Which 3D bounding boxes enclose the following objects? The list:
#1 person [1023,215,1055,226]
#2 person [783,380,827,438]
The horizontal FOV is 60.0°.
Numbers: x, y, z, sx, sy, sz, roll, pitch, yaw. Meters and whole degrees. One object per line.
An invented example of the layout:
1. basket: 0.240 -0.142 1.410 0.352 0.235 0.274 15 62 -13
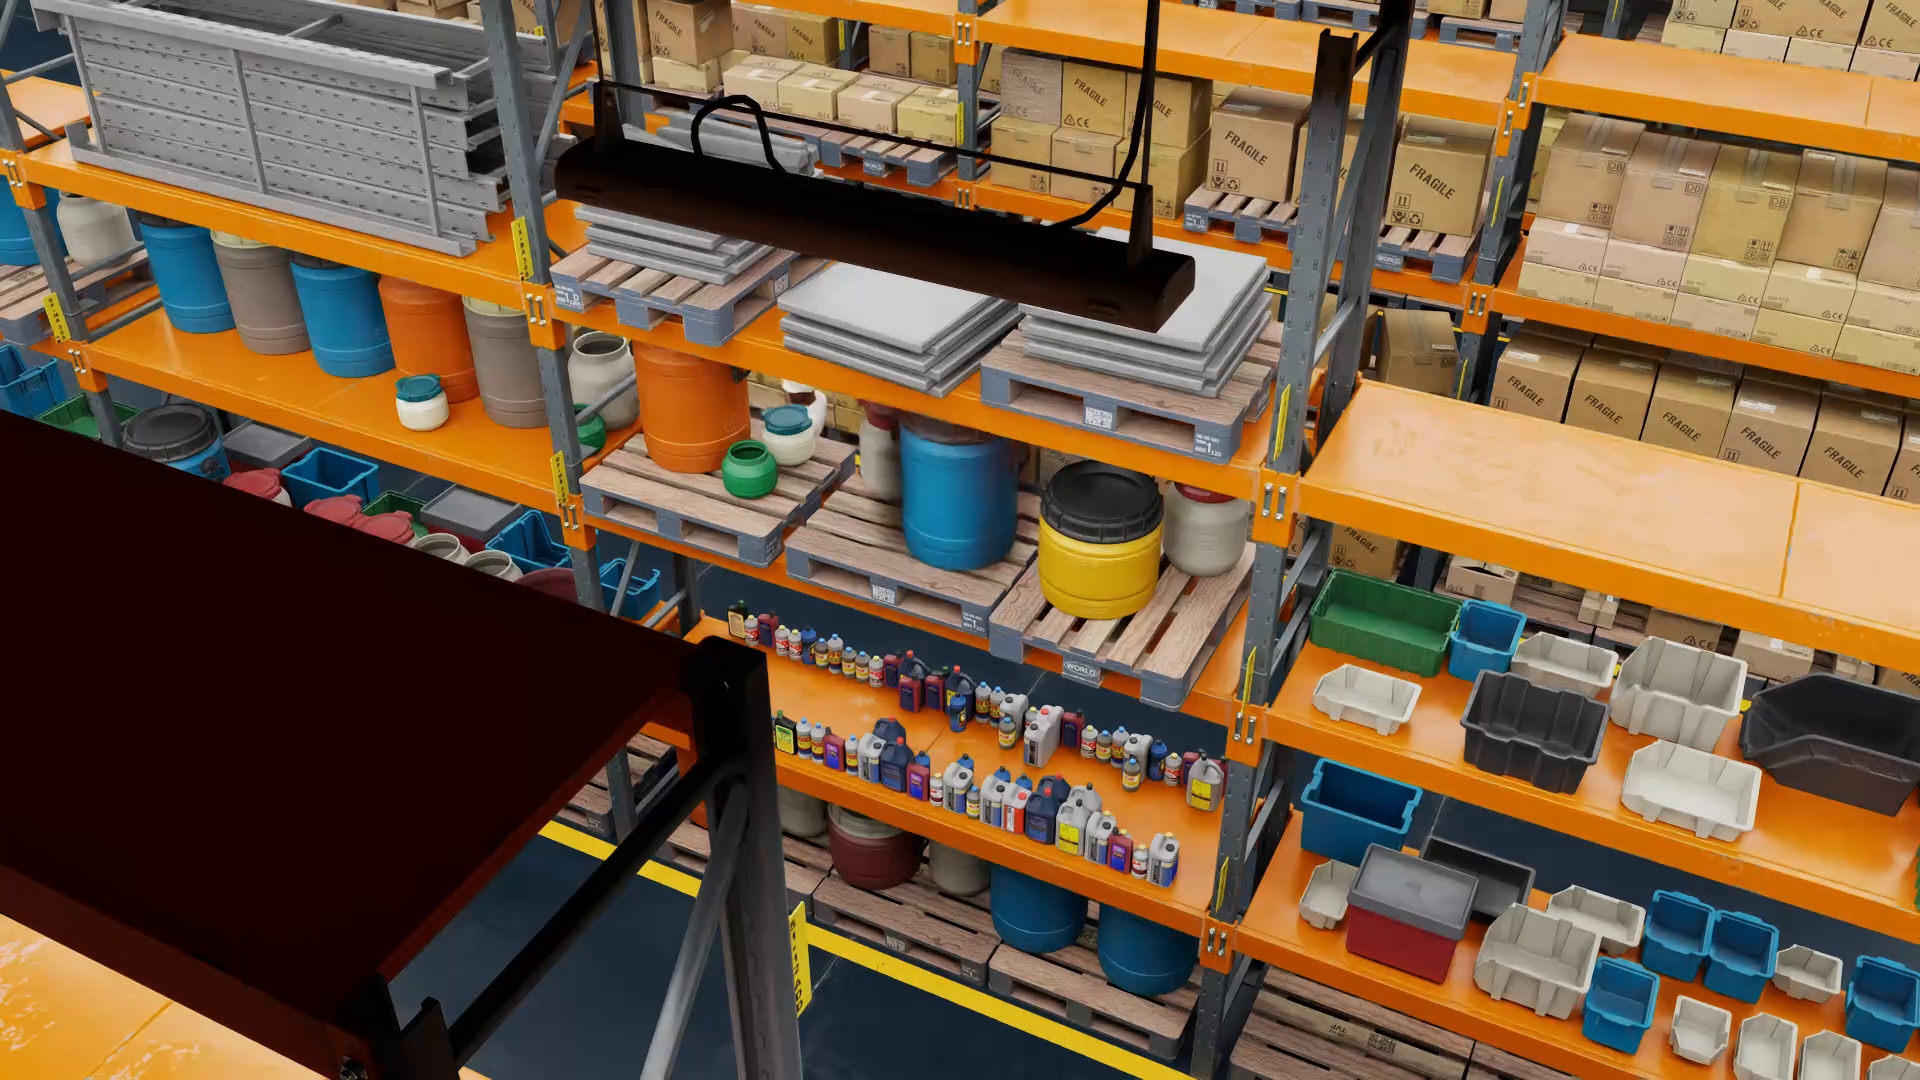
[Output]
1. person: 0.648 -3.121 16.806 0.712 1.788 0.572 3 35 4
2. person: -1.418 -0.607 13.232 0.772 1.750 0.600 3 35 4
